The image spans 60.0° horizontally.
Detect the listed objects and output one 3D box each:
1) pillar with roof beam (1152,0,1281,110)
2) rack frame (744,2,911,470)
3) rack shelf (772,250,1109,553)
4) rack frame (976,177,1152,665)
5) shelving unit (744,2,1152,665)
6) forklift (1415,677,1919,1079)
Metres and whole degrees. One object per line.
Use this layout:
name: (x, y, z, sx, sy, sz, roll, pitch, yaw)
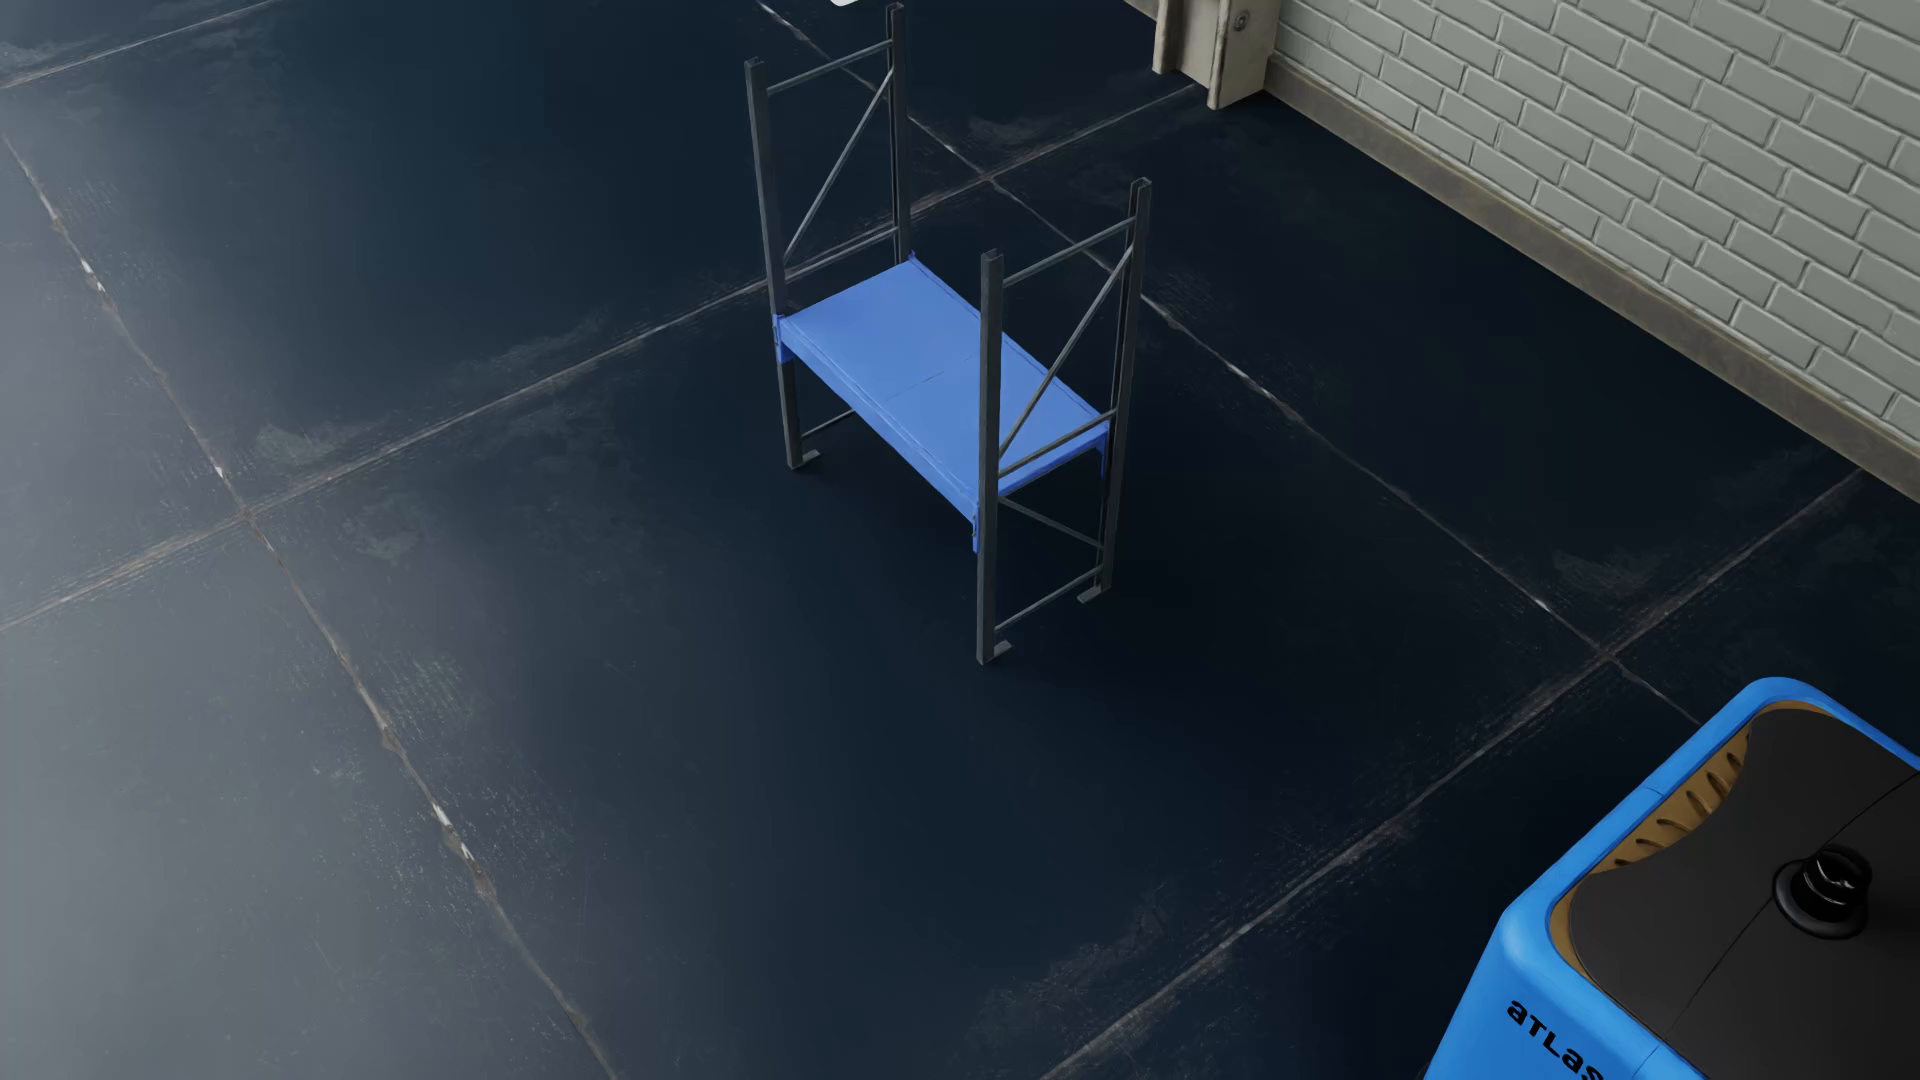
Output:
pillar with roof beam: (-2.372, -3.046, 1.937, 9.100, 9.000, 0.400, -29, 54, -24)
rack frame: (-0.359, -0.854, 5.012, 0.500, 1.500, 0.032, -29, 54, -24)
rack shelf: (-0.052, -0.433, 4.873, 0.538, 0.185, 1.000, -29, 54, -24)
rack frame: (0.256, -0.254, 4.468, 0.500, 1.500, 0.032, -29, 54, -24)
shelving unit: (-0.052, -0.554, 4.740, 0.538, 1.500, 1.048, -29, 54, -24)
forklift: (2.344, 1.069, 2.302, 1.130, 2.935, 3.031, -32, 55, -26)
